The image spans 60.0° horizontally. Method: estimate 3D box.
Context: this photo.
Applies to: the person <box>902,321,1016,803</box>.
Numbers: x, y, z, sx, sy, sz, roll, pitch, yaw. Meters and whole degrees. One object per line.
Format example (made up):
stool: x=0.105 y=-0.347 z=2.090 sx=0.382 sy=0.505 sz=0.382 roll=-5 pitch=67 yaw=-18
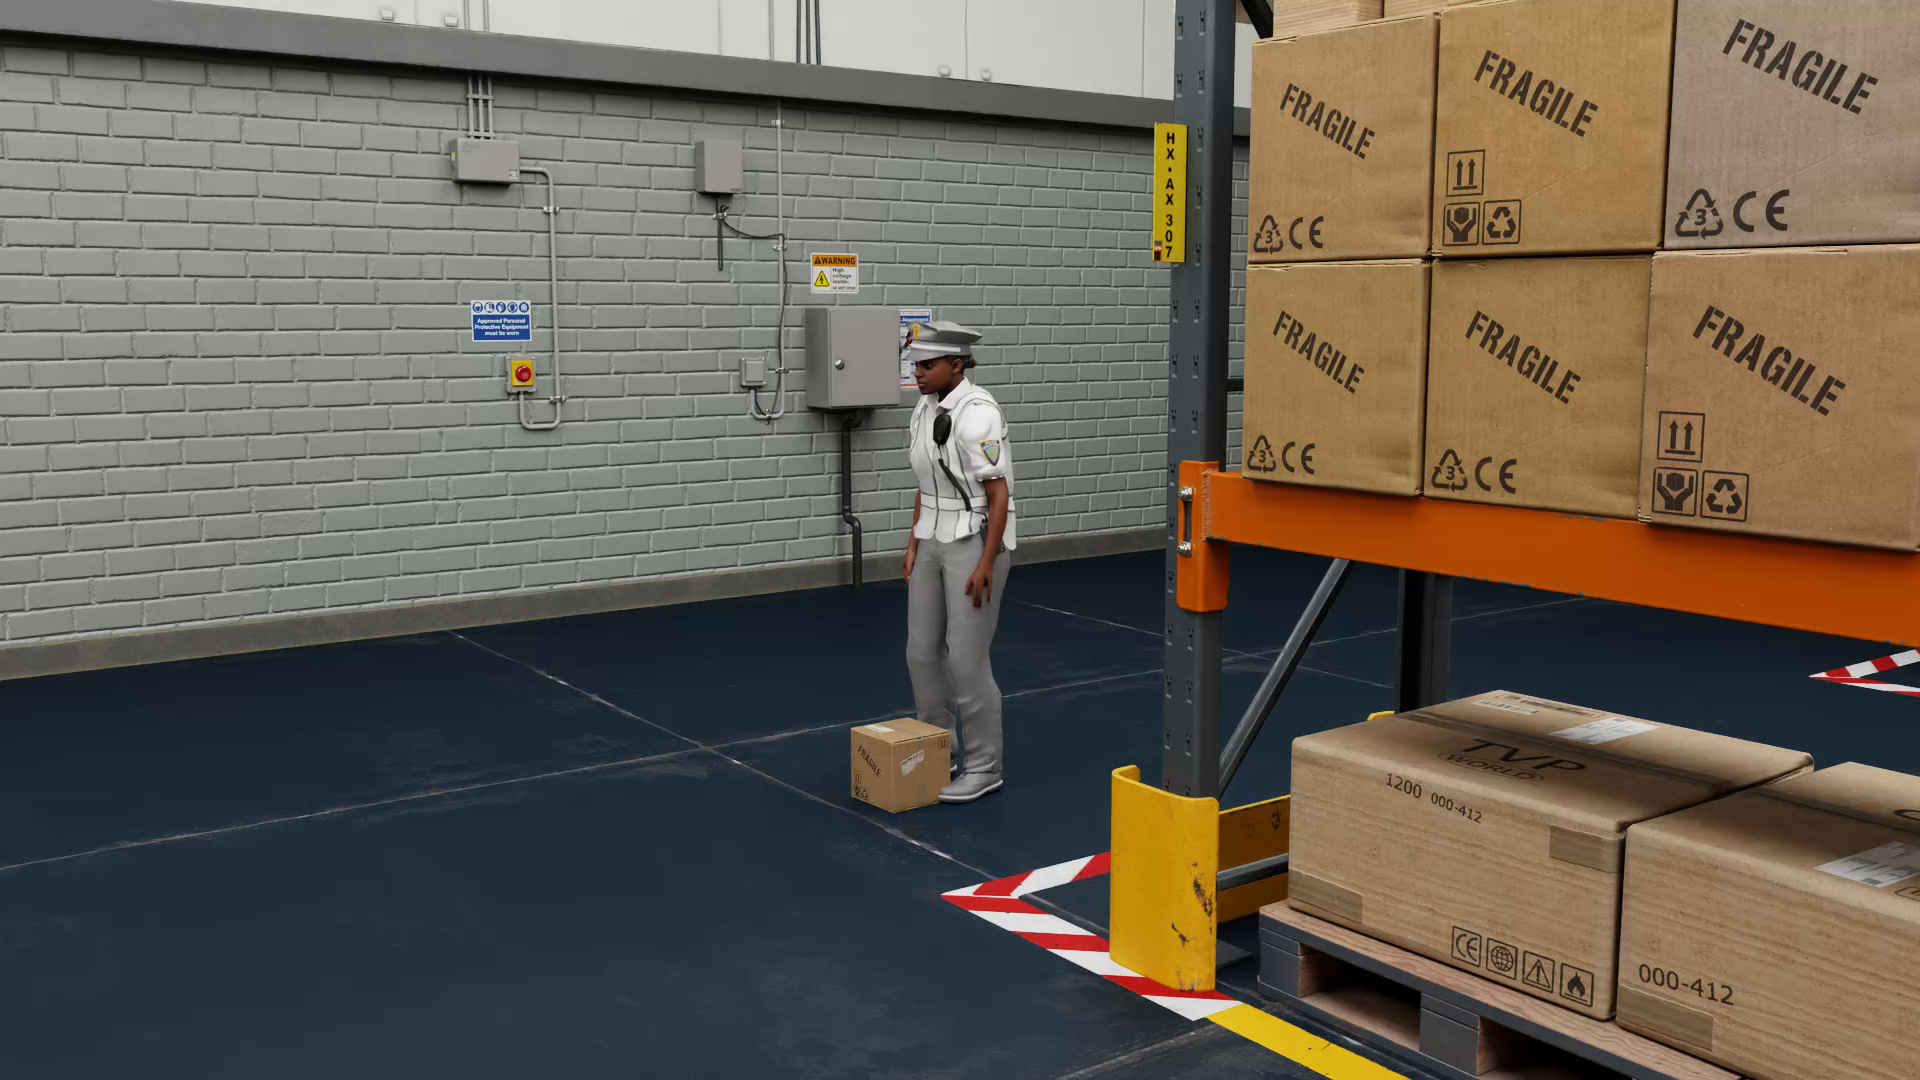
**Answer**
person: x=-0.027 y=0.065 z=5.846 sx=0.396 sy=1.659 sz=0.508 roll=-6 pitch=10 yaw=-36
